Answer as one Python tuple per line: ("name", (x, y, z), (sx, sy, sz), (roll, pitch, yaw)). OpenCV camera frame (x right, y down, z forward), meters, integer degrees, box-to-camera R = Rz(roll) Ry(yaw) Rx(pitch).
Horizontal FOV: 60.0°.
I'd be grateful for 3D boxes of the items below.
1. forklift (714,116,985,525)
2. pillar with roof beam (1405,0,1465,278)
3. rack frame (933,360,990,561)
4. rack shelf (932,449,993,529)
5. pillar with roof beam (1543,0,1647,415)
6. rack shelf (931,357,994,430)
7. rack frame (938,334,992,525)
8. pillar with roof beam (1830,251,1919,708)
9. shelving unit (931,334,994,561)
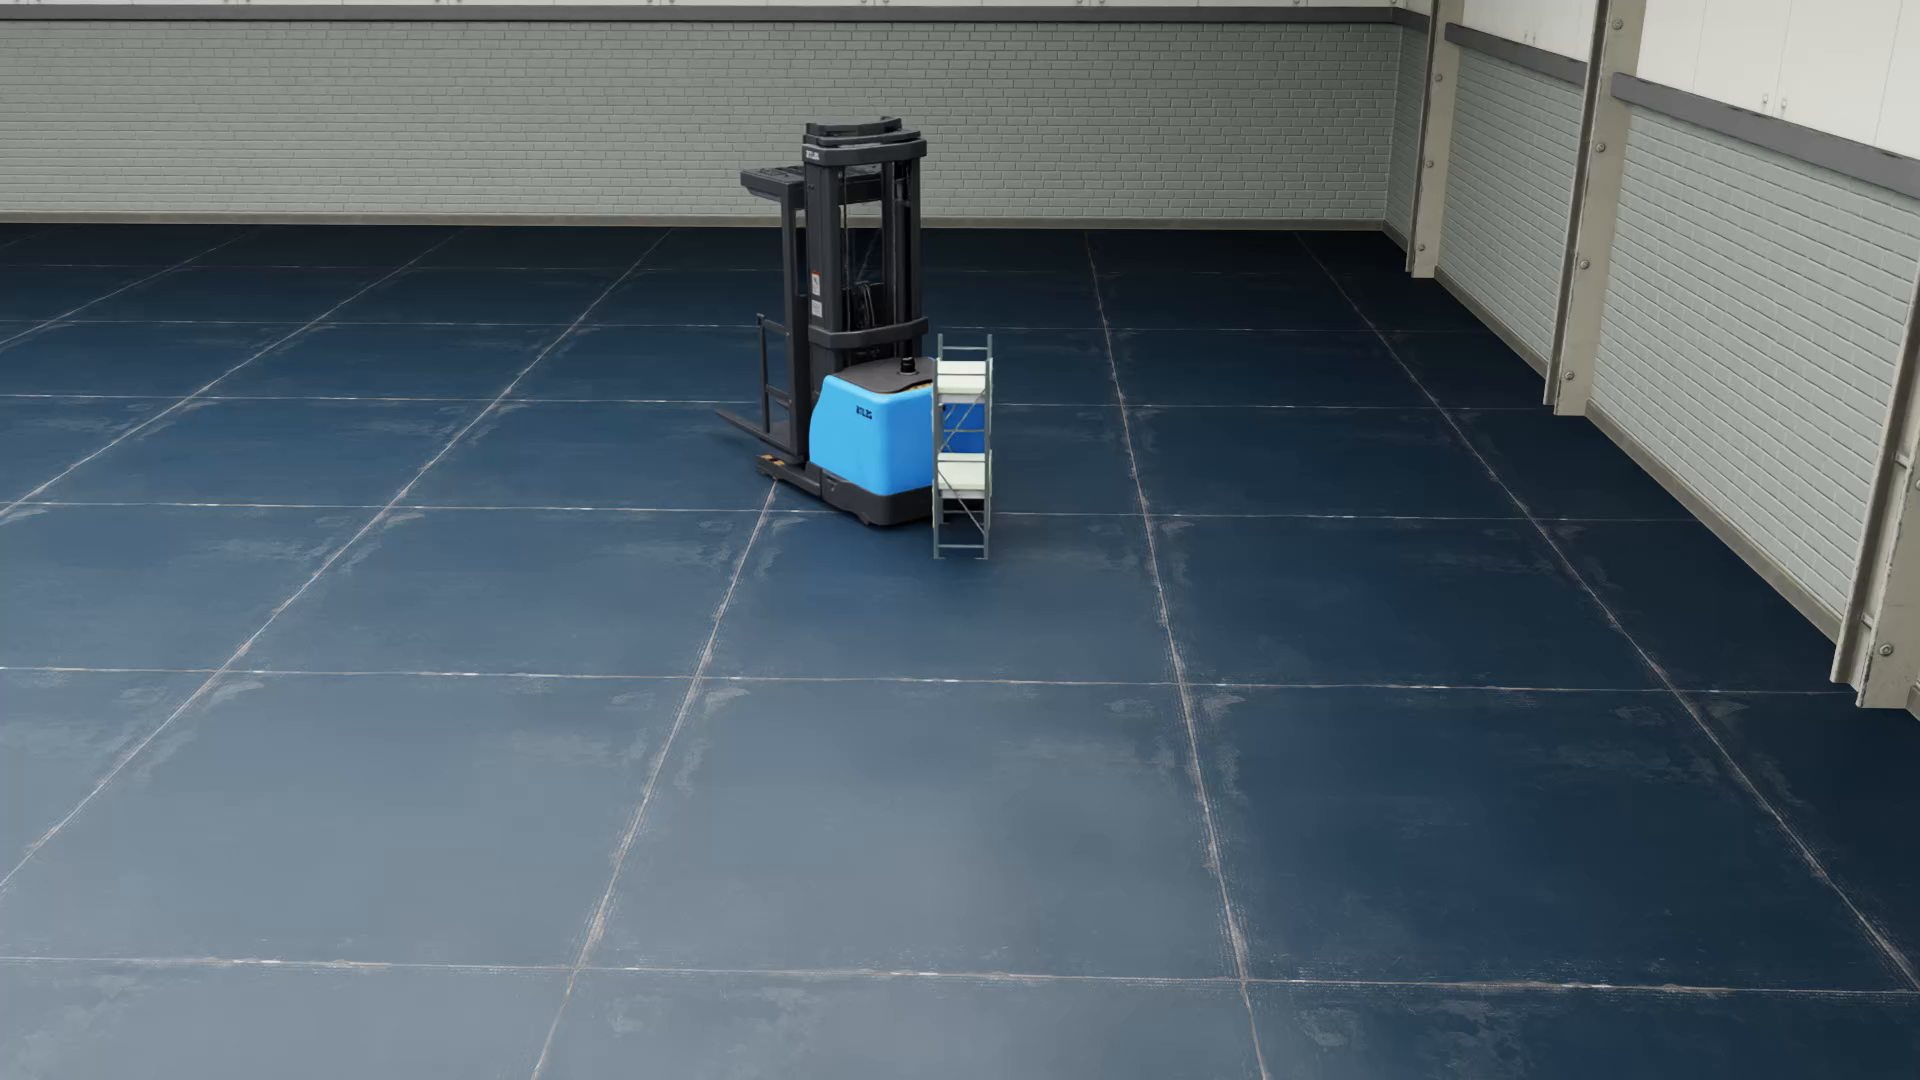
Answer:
("forklift", (-1.052, -1.949, 13.499), (1.130, 2.935, 3.031), (-15, 26, -33))
("pillar with roof beam", (1.601, -7.648, 19.801), (9.100, 9.000, 0.400), (1, 21, 2))
("rack frame", (0.009, -0.556, 11.889), (0.400, 1.500, 0.023), (1, 21, 2))
("rack shelf", (0.023, -0.384, 12.348), (0.431, 0.370, 0.720), (1, 21, 2))
("pillar with roof beam", (1.419, -5.479, 14.210), (9.100, 9.000, 0.400), (1, 21, 2))
("rack shelf", (0.023, -1.052, 12.088), (0.431, 0.370, 0.720), (1, 21, 2))
("rack frame", (0.037, -0.821, 12.571), (0.400, 1.500, 0.023), (1, 21, 2))
("pillar with roof beam", (1.236, -3.310, 8.619), (9.100, 9.000, 0.400), (1, 21, 2))
("shelving unit", (0.023, -0.688, 12.230), (0.431, 1.500, 0.755), (1, 21, 2))
